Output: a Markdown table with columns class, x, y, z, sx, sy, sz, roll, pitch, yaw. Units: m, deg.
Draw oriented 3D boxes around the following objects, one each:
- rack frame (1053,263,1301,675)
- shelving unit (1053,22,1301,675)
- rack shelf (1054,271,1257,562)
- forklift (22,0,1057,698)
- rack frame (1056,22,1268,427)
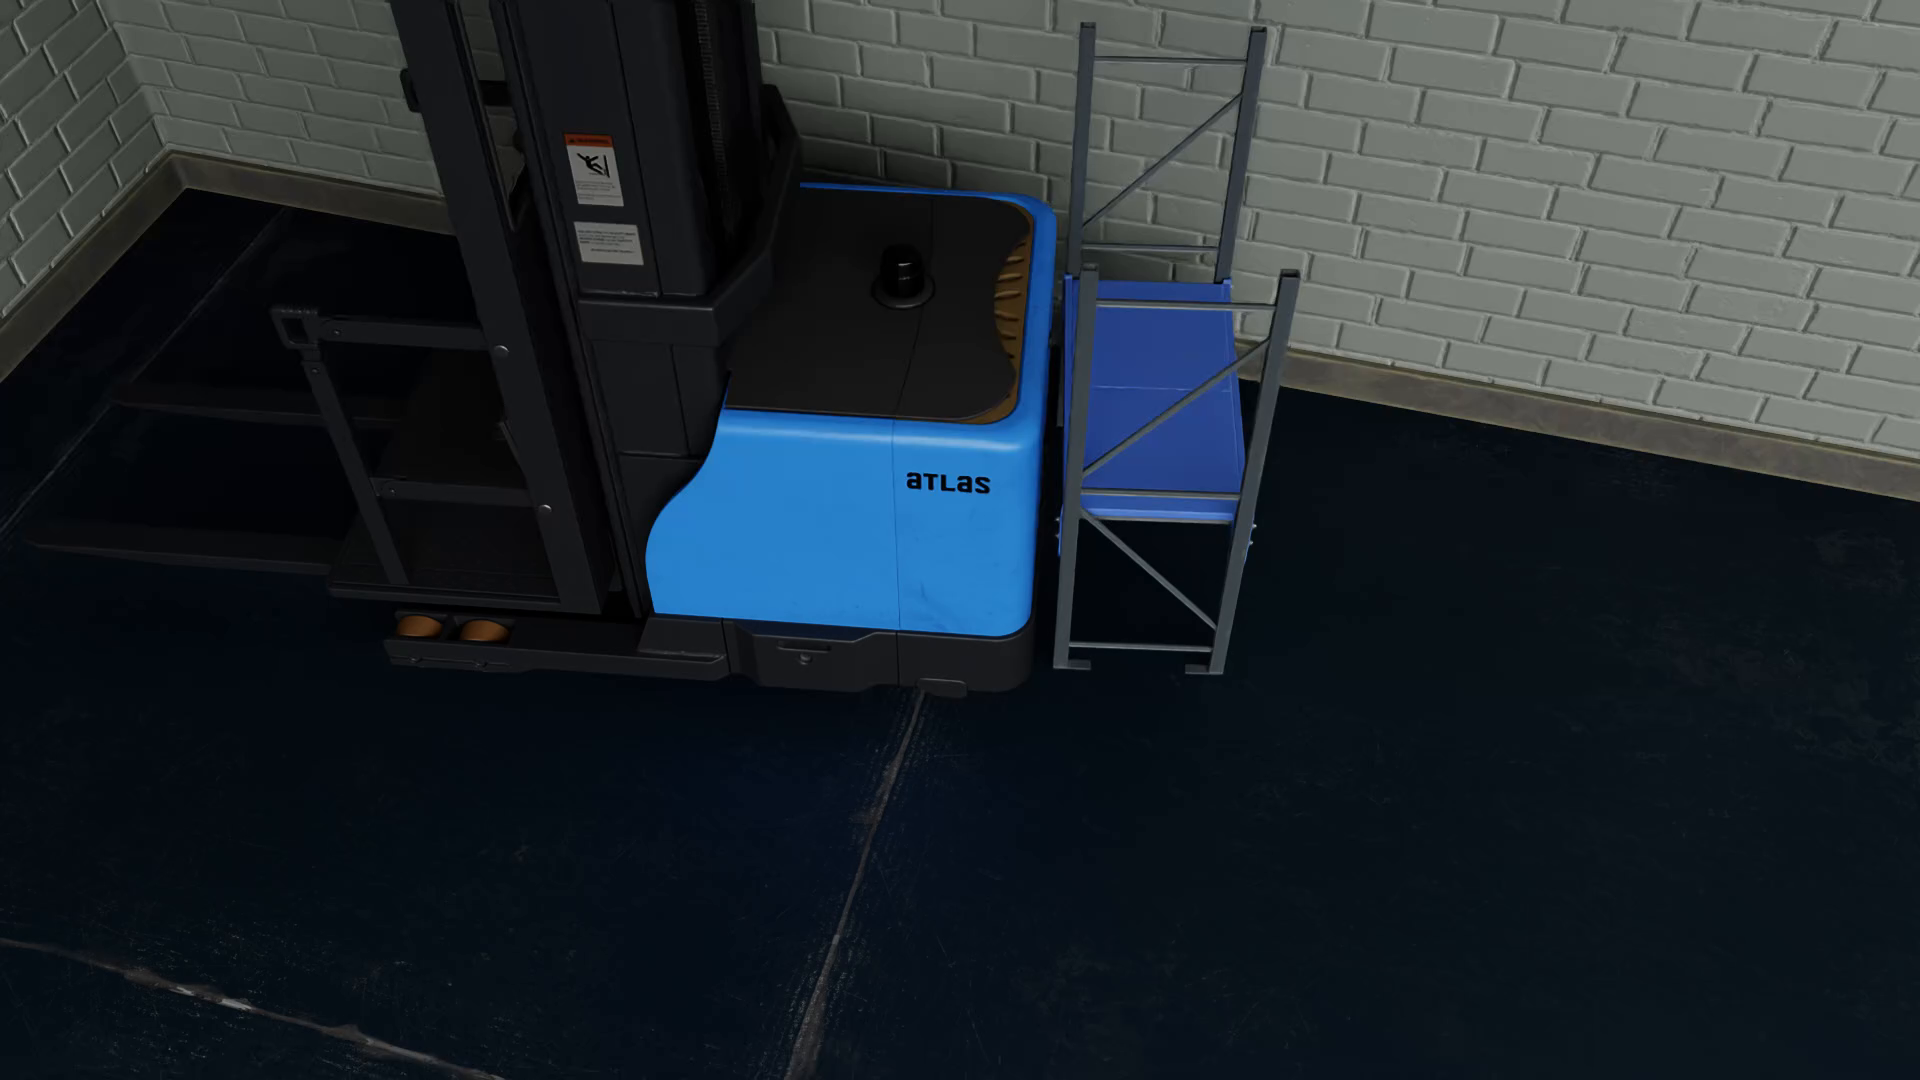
| class | x | y | z | sx | sy | sz | roll | pitch | yaw |
| --- | --- | --- | --- | --- | --- | --- | --- | --- | --- |
| rack frame | 0.525 | -0.118 | 4.354 | 0.500 | 1.500 | 0.032 | 2 | 49 | 2 |
| shelving unit | 0.549 | -0.499 | 4.690 | 0.538 | 1.500 | 1.048 | 2 | 49 | 2 |
| rack shelf | 0.549 | -0.380 | 4.825 | 0.538 | 0.185 | 1.000 | 2 | 49 | 2 |
| forklift | -1.261 | -0.971 | 4.152 | 3.031 | 2.935 | 1.130 | 4 | 49 | 3 |
| rack frame | 0.574 | -0.880 | 5.026 | 0.500 | 1.500 | 0.032 | 2 | 49 | 2 |
